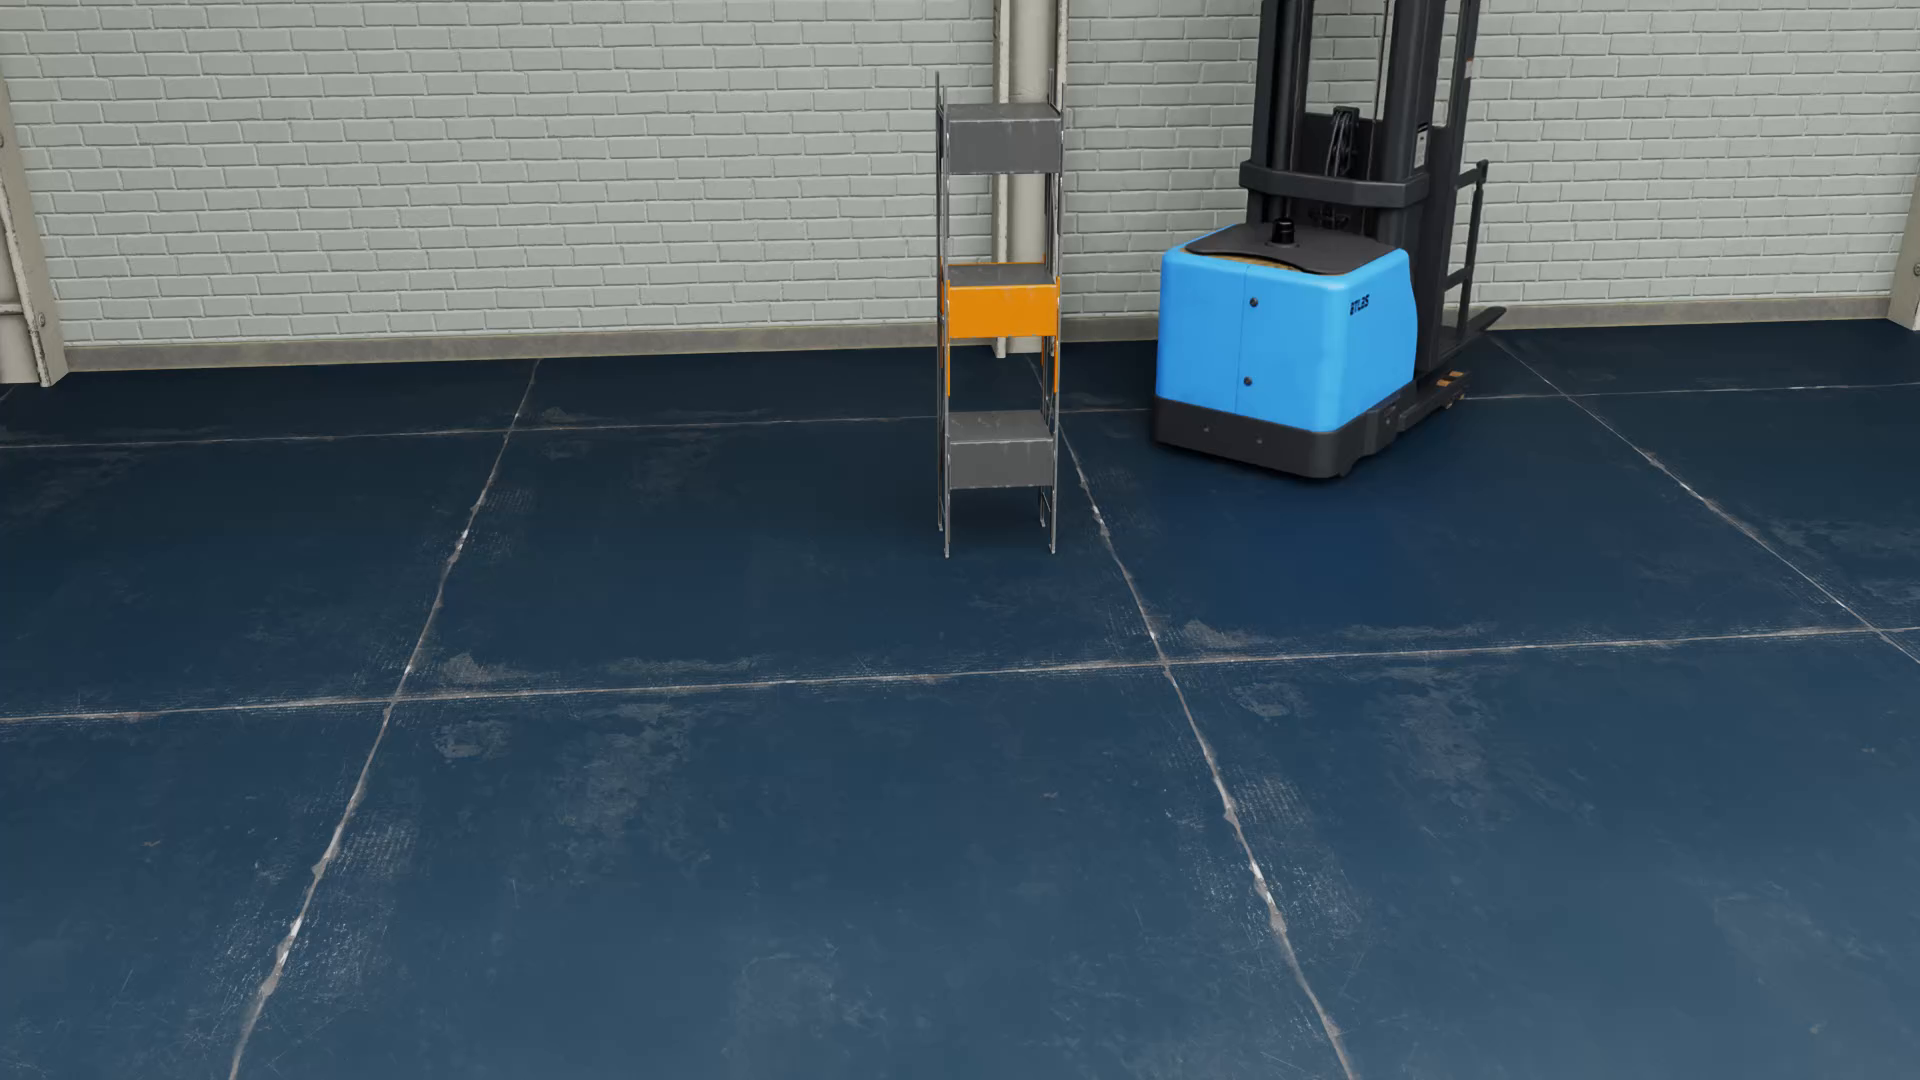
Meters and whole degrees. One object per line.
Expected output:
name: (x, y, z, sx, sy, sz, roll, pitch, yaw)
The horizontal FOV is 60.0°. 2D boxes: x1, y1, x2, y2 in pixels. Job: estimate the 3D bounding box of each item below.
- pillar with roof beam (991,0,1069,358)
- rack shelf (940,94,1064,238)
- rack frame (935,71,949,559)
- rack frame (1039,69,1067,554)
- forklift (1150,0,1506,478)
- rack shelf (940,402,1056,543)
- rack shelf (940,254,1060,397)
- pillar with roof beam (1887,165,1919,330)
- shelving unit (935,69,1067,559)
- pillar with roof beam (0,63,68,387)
pillar with roof beam: (0.831, -3.569, 4.700, 0.400, 9.000, 9.100, -2, 24, -5)
rack shelf: (0.165, -1.593, 7.060, 0.480, 0.518, 0.431, -2, 24, -5)
rack frame: (-0.078, -0.956, 7.316, 0.015, 2.100, 0.400, -2, 24, -5)
rack frame: (0.408, -0.976, 7.360, 0.015, 2.100, 0.400, -2, 24, -5)
forklift: (2.283, -2.183, 9.054, 1.130, 2.935, 3.031, 17, 29, 33)
rack shelf: (0.165, -0.314, 7.628, 0.480, 0.518, 0.431, -2, 24, -5)
rack shelf: (0.165, -0.954, 7.344, 0.480, 0.518, 0.431, -2, 24, -5)
pillar with roof beam: (6.802, -3.808, 5.239, 0.400, 9.000, 9.100, -2, 24, -5)
shelving unit: (0.165, -0.966, 7.338, 0.503, 2.100, 0.431, -2, 24, -5)
pillar with roof beam: (-5.140, -3.329, 4.161, 0.400, 9.000, 9.100, -2, 24, -5)
